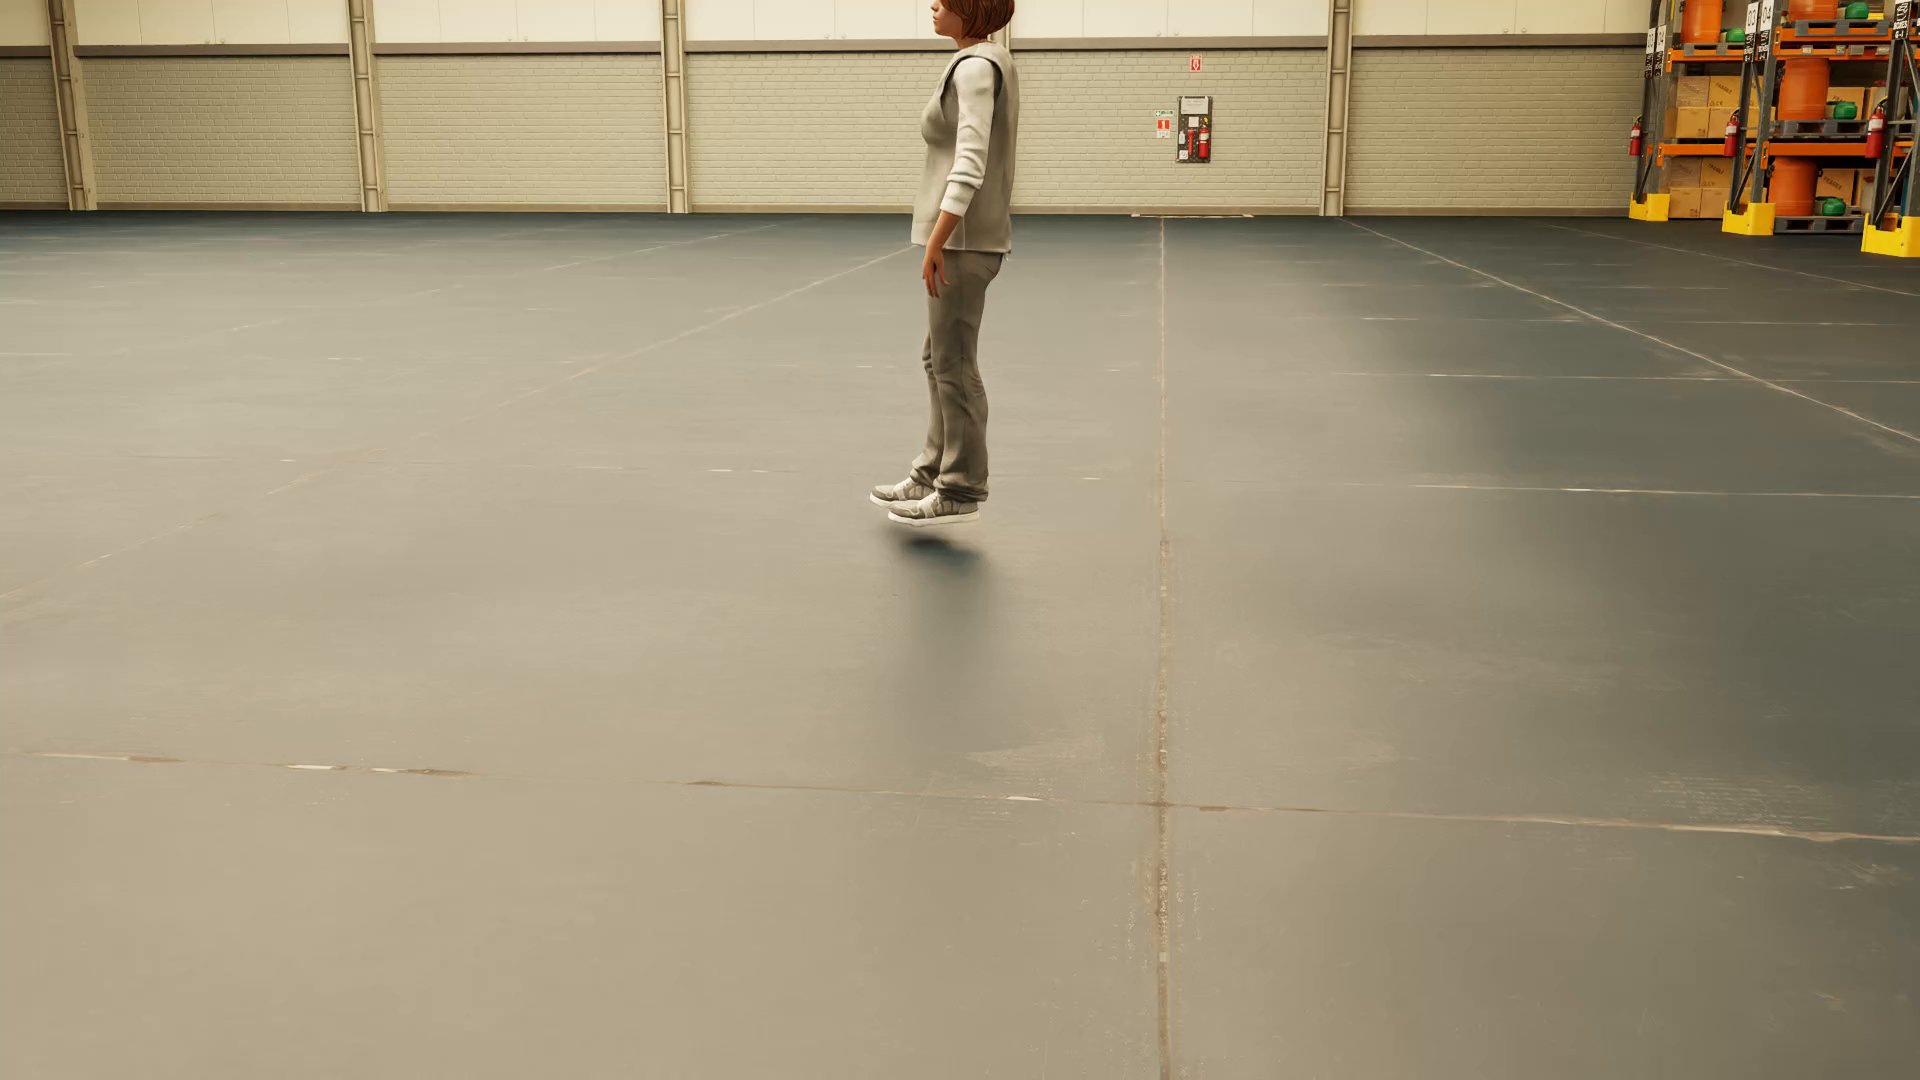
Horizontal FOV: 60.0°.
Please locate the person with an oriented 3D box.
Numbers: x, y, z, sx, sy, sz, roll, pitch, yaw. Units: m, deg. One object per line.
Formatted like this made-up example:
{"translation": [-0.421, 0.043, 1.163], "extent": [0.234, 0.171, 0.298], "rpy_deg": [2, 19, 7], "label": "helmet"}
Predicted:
{"translation": [-0.072, -0.829, 4.776], "extent": [0.472, 1.599, 0.520], "rpy_deg": [2, 13, 7], "label": "person"}
